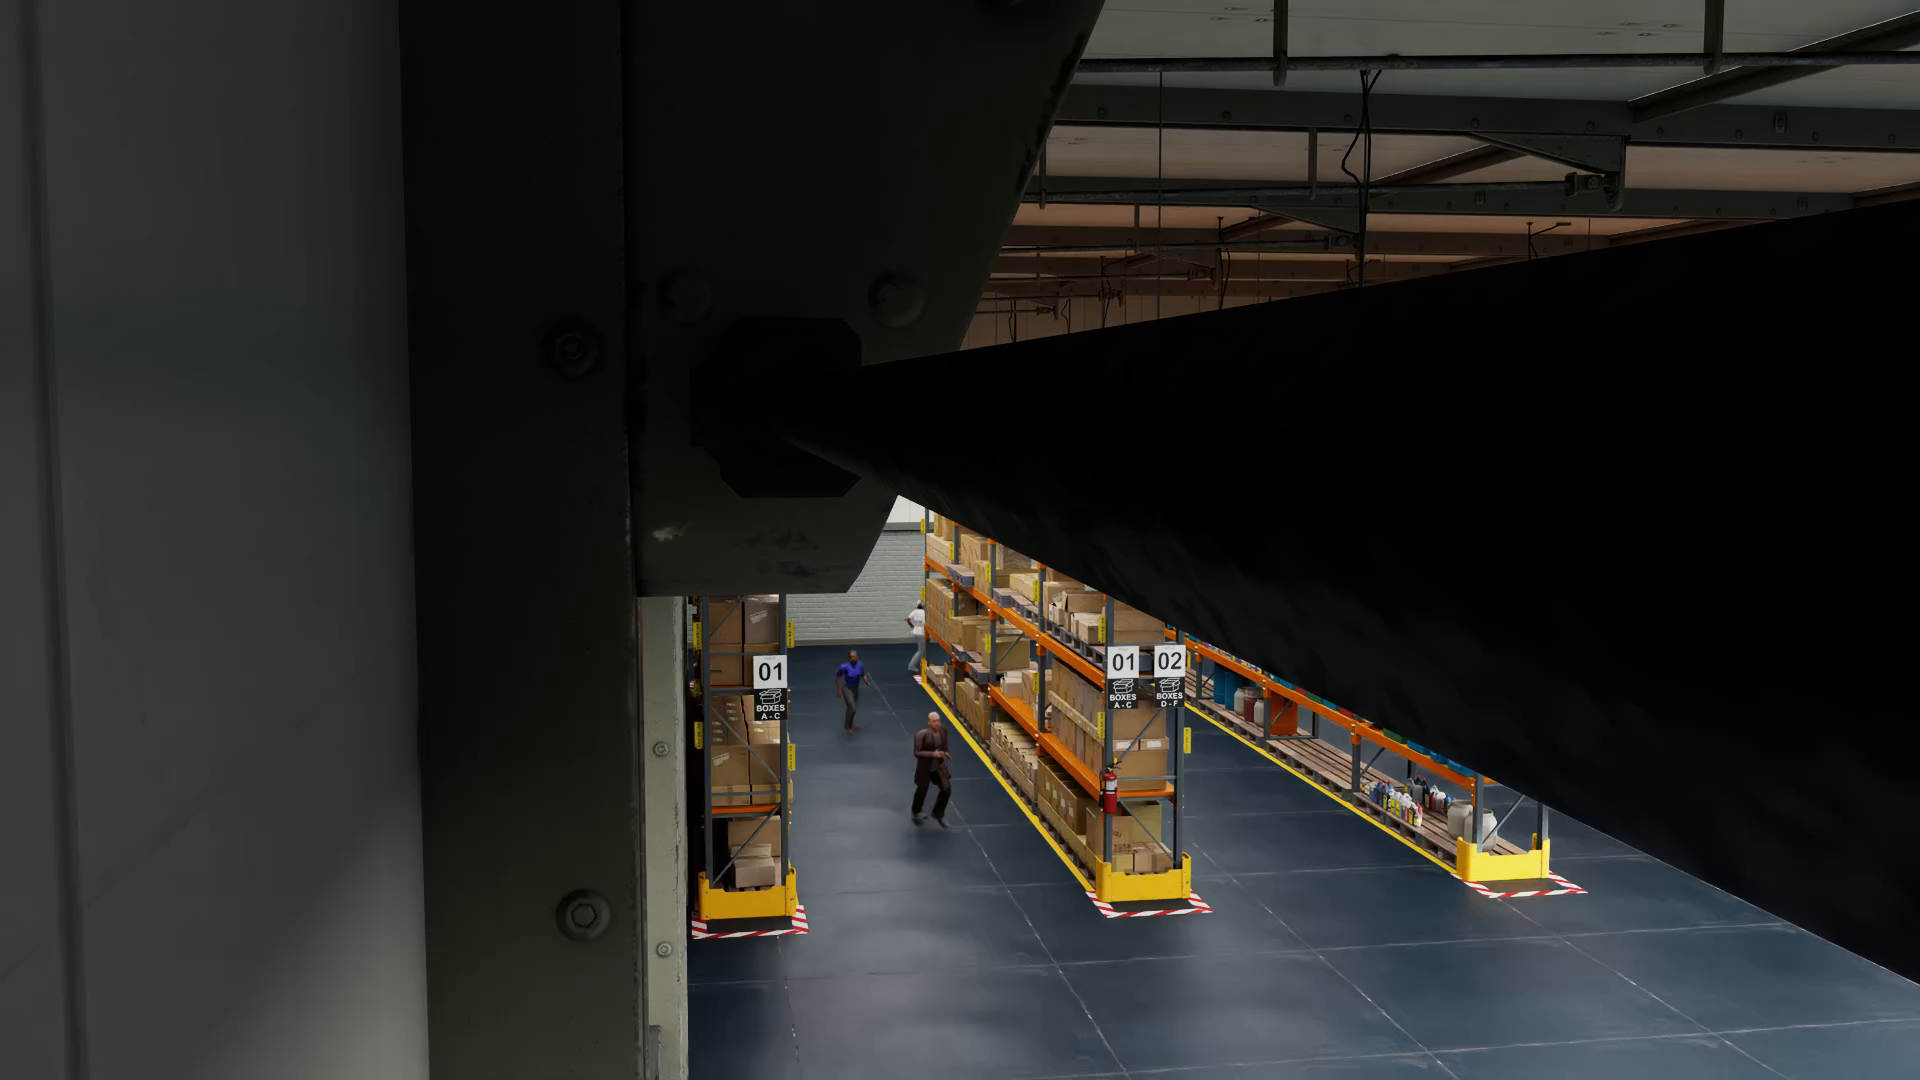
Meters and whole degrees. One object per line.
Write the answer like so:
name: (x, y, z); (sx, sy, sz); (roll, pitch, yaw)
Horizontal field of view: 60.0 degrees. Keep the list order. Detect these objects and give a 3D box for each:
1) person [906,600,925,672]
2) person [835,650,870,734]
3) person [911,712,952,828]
person: (-0.873, 2.183, 37.720); (0.810, 1.724, 0.581); (-4, 6, -37)
person: (-1.986, 2.848, 31.118); (0.817, 1.620, 0.611); (4, 7, 41)
person: (-0.418, 3.343, 24.307); (0.706, 1.737, 1.035); (-2, 6, -26)
